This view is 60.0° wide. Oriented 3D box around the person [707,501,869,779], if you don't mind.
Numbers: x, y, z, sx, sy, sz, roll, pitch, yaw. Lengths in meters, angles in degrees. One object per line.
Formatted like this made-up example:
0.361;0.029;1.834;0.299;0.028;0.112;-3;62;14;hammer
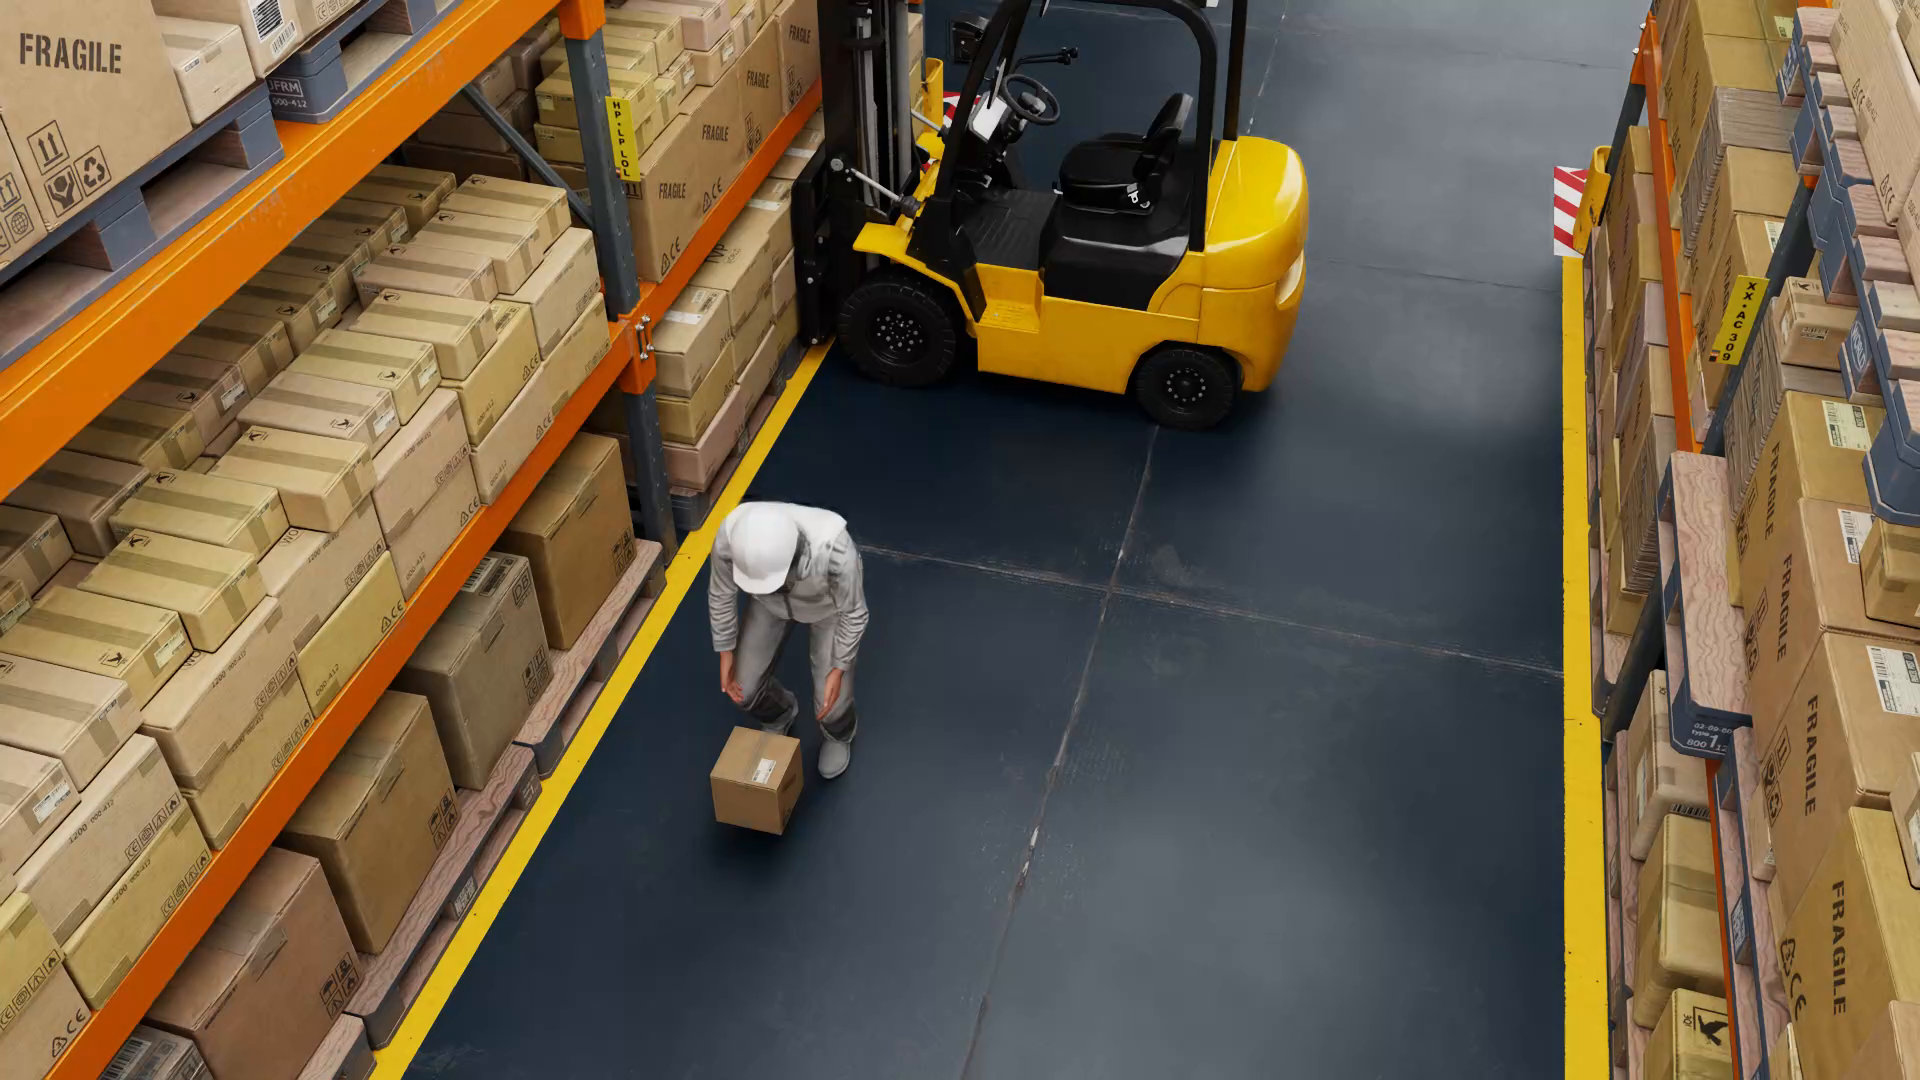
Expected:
-0.587;0.306;6.034;0.592;1.450;0.752;10;42;11;person
